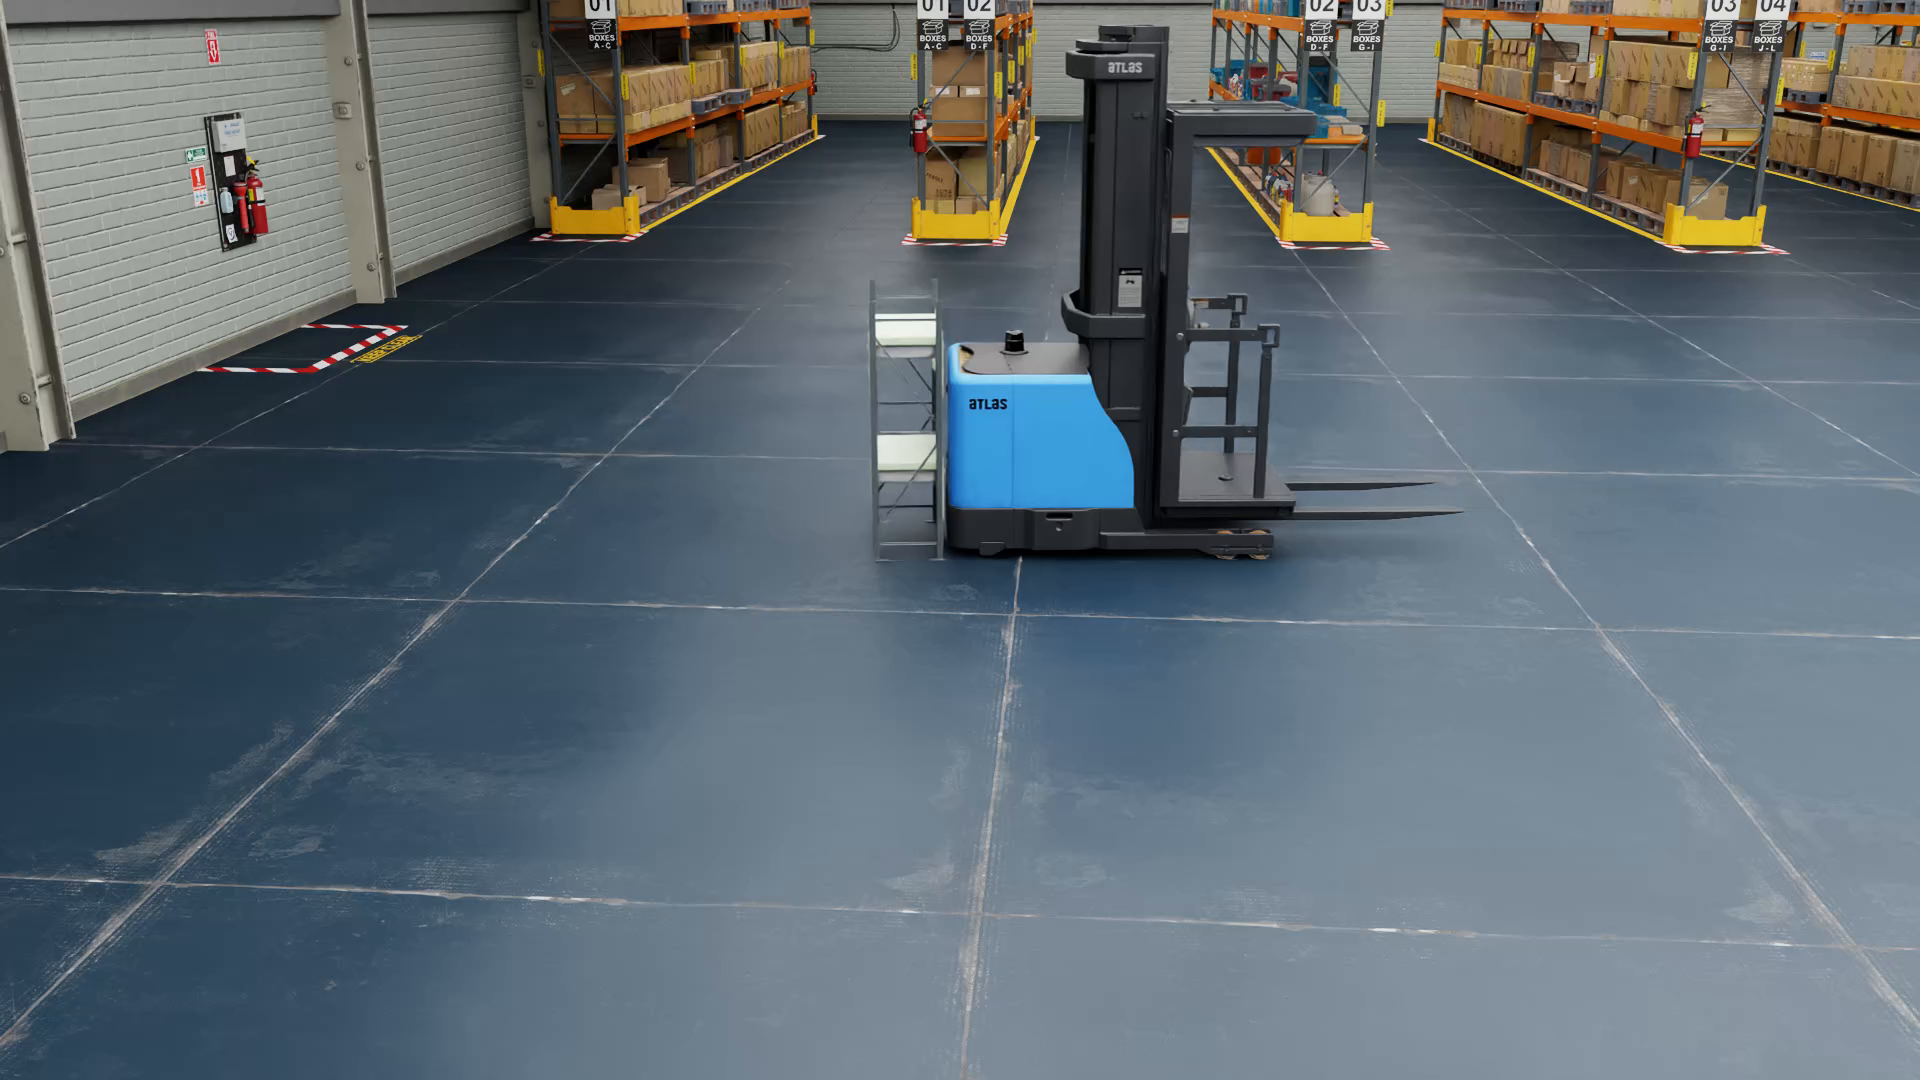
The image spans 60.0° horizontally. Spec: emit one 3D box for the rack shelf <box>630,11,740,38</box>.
[{"bbox_3d":[-4.563,-8.562,27.575,1.077,0.370,4.000,1,18,4],"label":"rack shelf"}]

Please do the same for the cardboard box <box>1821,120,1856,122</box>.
[{"bbox_3d":[15.669,-7.361,29.705,0.500,0.250,0.500,1,18,3],"label":"cardboard box"}]

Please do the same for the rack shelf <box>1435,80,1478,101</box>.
[{"bbox_3d":[10.832,-9.290,34.612,1.077,0.370,4.000,1,18,4],"label":"rack shelf"}]

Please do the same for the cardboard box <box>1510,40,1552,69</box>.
[{"bbox_3d":[10.562,-8.930,30.587,0.797,0.503,0.637,2,18,6],"label":"cardboard box"}]

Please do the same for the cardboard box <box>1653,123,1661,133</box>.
[{"bbox_3d":[9.716,-5.646,22.740,0.380,0.149,0.250,1,18,4],"label":"cardboard box"}]

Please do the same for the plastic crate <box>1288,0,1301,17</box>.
[{"bbox_3d":[4.725,-7.411,22.932,0.392,0.384,0.575,1,18,4],"label":"plastic crate"}]

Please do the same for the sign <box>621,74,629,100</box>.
[{"bbox_3d":[-4.452,-6.015,22.071,0.100,0.325,0.005,1,18,4],"label":"sign"}]

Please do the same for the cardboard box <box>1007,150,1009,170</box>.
[{"bbox_3d":[0.513,-6.030,26.351,0.500,0.311,0.500,1,18,4],"label":"cardboard box"}]

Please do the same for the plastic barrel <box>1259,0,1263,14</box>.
[{"bbox_3d":[5.089,-8.869,26.551,0.600,0.901,0.708,1,18,4],"label":"plastic barrel"}]

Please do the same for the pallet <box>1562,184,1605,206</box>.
[{"bbox_3d":[10.170,-5.443,26.194,1.003,0.211,1.213,1,18,4],"label":"pallet"}]

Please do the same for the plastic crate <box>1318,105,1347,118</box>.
[{"bbox_3d":[5.366,-6.216,24.315,0.499,0.251,0.616,1,18,4],"label":"plastic crate"}]

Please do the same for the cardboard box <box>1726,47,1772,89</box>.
[{"bbox_3d":[10.140,-6.112,21.516,0.500,0.500,0.500,1,18,4],"label":"cardboard box"}]

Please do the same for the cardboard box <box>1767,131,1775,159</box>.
[{"bbox_3d":[15.251,-7.329,30.814,0.500,0.500,0.500,2,18,5],"label":"cardboard box"}]

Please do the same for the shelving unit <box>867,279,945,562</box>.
[{"bbox_3d":[-0.315,-0.707,9.671,0.431,1.500,0.755,-1,18,-3],"label":"shelving unit"}]

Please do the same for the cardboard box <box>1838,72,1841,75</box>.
[{"bbox_3d":[15.610,-8.161,29.262,0.380,0.149,0.250,1,18,2],"label":"cardboard box"}]

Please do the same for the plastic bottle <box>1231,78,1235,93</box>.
[{"bbox_3d":[5.233,-8.686,31.800,0.061,0.283,0.133,1,18,4],"label":"plastic bottle"}]

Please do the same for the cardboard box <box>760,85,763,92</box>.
[{"bbox_3d":[-4.010,-8.728,32.112,0.380,0.149,0.250,1,18,2],"label":"cardboard box"}]

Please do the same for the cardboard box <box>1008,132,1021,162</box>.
[{"bbox_3d":[0.839,-7.147,30.225,0.500,0.500,0.500,2,18,6],"label":"cardboard box"}]

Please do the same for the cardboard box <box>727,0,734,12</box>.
[{"bbox_3d":[-4.202,-9.263,28.669,0.500,0.311,0.500,1,18,4],"label":"cardboard box"}]

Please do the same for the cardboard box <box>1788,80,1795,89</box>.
[{"bbox_3d":[14.978,-8.104,29.567,0.380,0.149,0.250,1,18,3],"label":"cardboard box"}]

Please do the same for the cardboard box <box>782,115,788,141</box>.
[{"bbox_3d":[-3.977,-8.584,34.643,0.700,0.500,0.500,2,18,5],"label":"cardboard box"}]

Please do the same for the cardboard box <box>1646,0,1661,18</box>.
[{"bbox_3d":[9.719,-7.264,22.697,0.500,0.250,0.500,1,18,3],"label":"cardboard box"}]

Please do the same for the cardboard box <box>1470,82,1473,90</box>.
[{"bbox_3d":[10.402,-9.073,33.200,0.380,0.149,0.250,2,18,5],"label":"cardboard box"}]

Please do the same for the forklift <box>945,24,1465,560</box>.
[{"bbox_3d":[1.433,-1.445,9.624,3.031,2.935,1.130,0,18,-1],"label":"forklift"}]

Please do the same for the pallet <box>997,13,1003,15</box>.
[{"bbox_3d":[0.285,-8.357,26.100,0.805,0.209,1.217,1,18,2],"label":"pallet"}]

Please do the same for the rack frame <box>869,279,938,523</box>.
[{"bbox_3d":[-0.332,-0.821,10.018,0.400,1.500,0.023,-1,18,-3],"label":"rack frame"}]

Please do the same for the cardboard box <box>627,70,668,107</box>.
[{"bbox_3d":[-4.545,-6.526,24.026,0.500,0.500,0.500,2,18,6],"label":"cardboard box"}]

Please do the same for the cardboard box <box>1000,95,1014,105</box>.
[{"bbox_3d":[0.733,-7.586,28.660,0.380,0.149,0.250,1,18,4],"label":"cardboard box"}]

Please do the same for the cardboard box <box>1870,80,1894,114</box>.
[{"bbox_3d":[14.932,-7.071,26.525,0.500,0.500,0.500,1,18,3],"label":"cardboard box"}]

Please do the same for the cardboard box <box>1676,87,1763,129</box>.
[{"bbox_3d":[9.895,-5.643,21.688,0.875,0.500,0.500,1,18,4],"label":"cardboard box"}]

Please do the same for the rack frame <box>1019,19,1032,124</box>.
[{"bbox_3d":[1.095,-10.475,37.075,1.000,3.000,0.127,1,18,4],"label":"rack frame"}]

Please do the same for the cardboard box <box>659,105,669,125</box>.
[{"bbox_3d":[-4.538,-6.175,24.159,0.500,0.250,0.500,1,18,4],"label":"cardboard box"}]

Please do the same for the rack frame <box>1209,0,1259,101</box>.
[{"bbox_3d":[6.035,-10.363,36.734,1.000,3.000,0.127,1,18,4],"label":"rack frame"}]

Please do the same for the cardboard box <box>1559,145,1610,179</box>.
[{"bbox_3d":[10.313,-6.232,27.433,0.700,0.500,0.500,3,18,9],"label":"cardboard box"}]

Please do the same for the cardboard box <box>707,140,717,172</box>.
[{"bbox_3d":[-4.580,-6.584,28.507,0.700,0.500,0.500,1,18,4],"label":"cardboard box"}]

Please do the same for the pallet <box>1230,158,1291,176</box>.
[{"bbox_3d":[5.477,-6.800,30.335,1.003,0.211,1.213,1,18,4],"label":"pallet"}]

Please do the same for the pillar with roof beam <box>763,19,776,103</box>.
[{"bbox_3d":[-0.222,-14.197,38.799,9.100,9.000,0.400,1,18,4],"label":"pillar with roof beam"}]

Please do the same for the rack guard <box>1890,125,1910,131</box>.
[{"bbox_3d":[20.862,-8.851,36.133,1.175,0.500,0.348,1,18,4],"label":"rack guard"}]

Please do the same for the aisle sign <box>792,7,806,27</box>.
[{"bbox_3d":[-3.542,-11.836,37.051,0.394,0.787,0.004,1,18,4],"label":"aisle sign"}]

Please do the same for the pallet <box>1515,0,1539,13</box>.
[{"bbox_3d":[10.395,-9.305,28.990,1.213,0.211,1.003,2,18,6],"label":"pallet"}]

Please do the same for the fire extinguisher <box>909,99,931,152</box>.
[{"bbox_3d":[-0.524,-5.443,21.841,0.296,0.674,0.183,1,18,4],"label":"fire extinguisher"}]

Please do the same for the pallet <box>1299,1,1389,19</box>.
[{"bbox_3d":[5.045,-6.985,21.908,1.003,0.211,1.213,1,18,4],"label":"pallet"}]

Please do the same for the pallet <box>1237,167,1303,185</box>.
[{"bbox_3d":[5.368,-6.314,28.853,1.003,0.211,1.213,1,18,4],"label":"pallet"}]

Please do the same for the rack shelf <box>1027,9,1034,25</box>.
[{"bbox_3d":[0.952,-10.938,34.824,1.077,0.370,4.000,1,18,4],"label":"rack shelf"}]

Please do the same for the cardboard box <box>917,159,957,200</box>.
[{"bbox_3d":[-0.310,-4.928,22.684,0.500,0.500,0.500,1,18,4],"label":"cardboard box"}]

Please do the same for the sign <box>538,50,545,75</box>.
[{"bbox_3d":[-5.545,-6.334,22.070,0.100,0.325,0.005,1,18,4],"label":"sign"}]
